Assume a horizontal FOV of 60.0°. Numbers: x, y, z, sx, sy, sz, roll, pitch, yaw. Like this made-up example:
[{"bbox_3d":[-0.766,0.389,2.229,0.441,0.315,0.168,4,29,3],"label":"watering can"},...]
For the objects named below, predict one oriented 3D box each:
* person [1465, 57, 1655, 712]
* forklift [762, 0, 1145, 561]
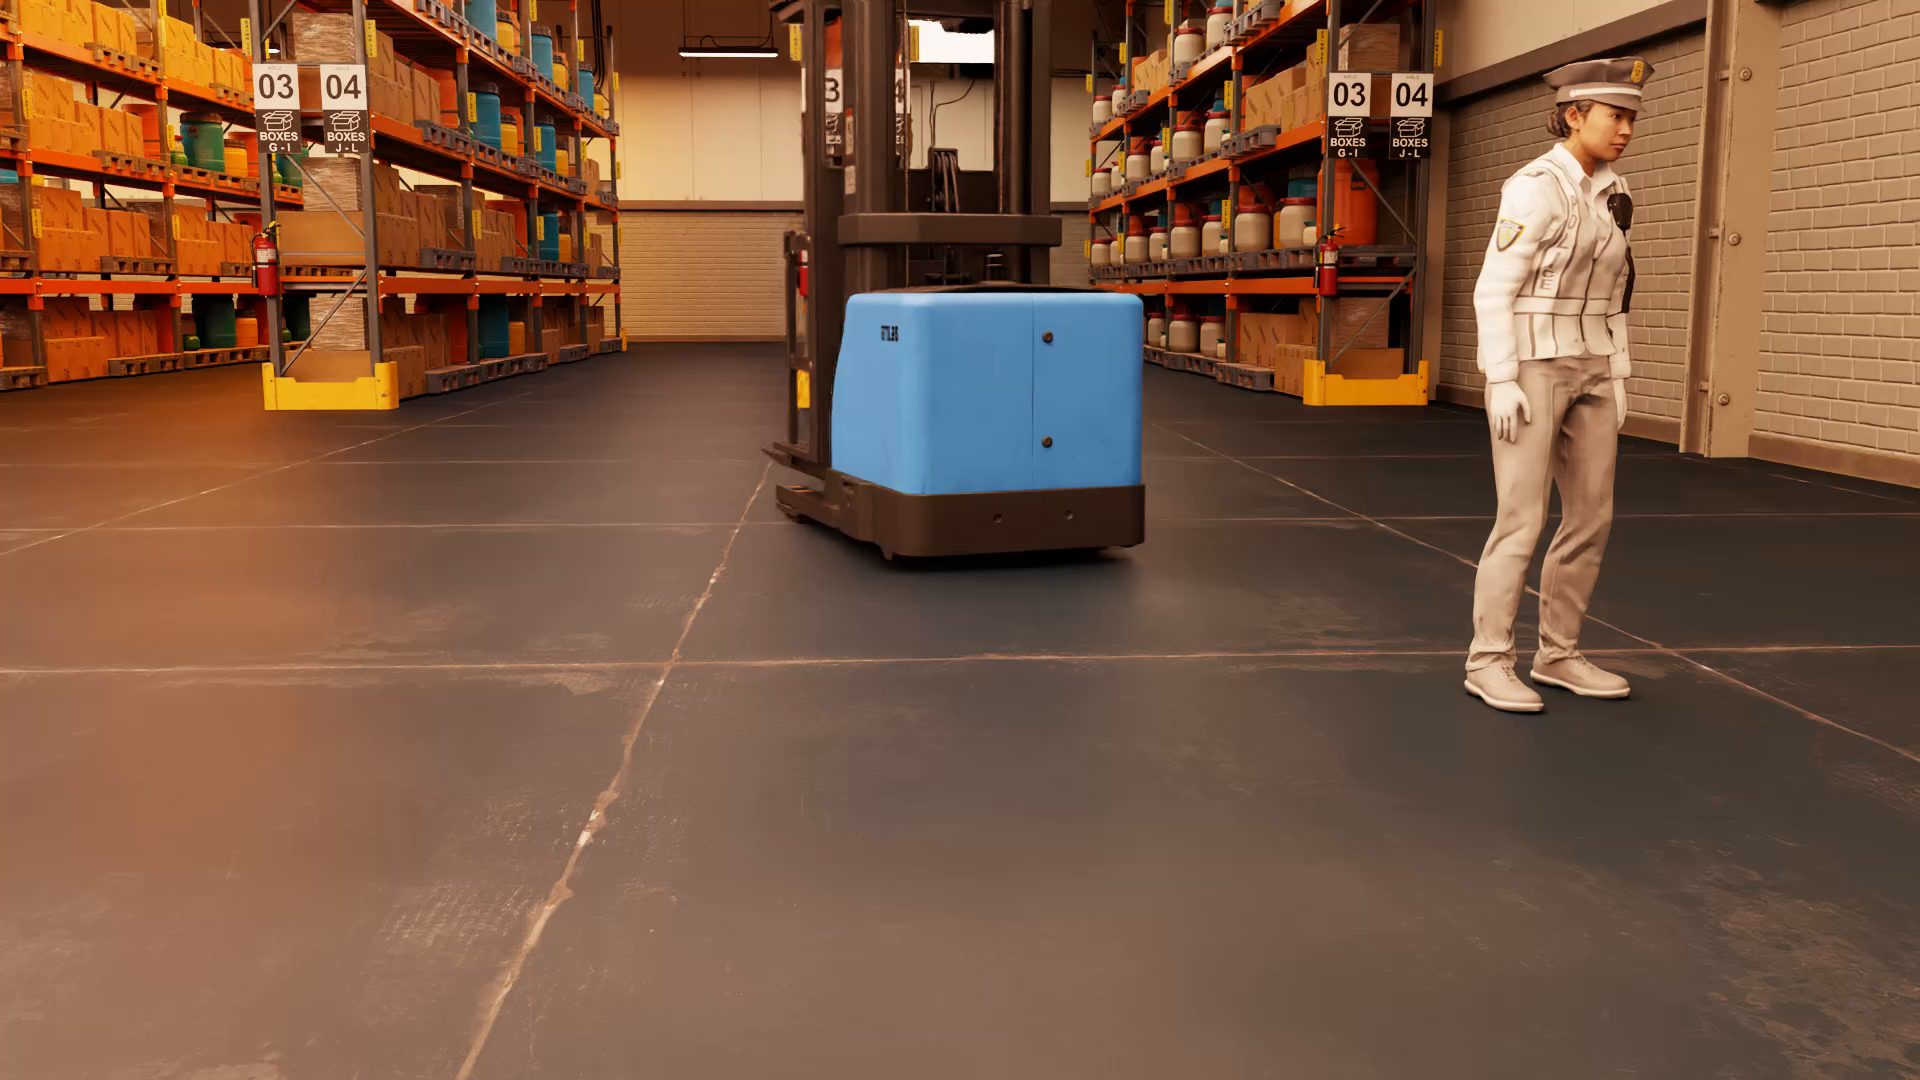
[{"bbox_3d":[1.586,-0.407,4.401,0.528,1.662,0.376,-5,10,-30],"label":"person"},{"bbox_3d":[-0.244,-1.544,7.726,1.130,2.935,3.031,-3,9,-20],"label":"forklift"}]
